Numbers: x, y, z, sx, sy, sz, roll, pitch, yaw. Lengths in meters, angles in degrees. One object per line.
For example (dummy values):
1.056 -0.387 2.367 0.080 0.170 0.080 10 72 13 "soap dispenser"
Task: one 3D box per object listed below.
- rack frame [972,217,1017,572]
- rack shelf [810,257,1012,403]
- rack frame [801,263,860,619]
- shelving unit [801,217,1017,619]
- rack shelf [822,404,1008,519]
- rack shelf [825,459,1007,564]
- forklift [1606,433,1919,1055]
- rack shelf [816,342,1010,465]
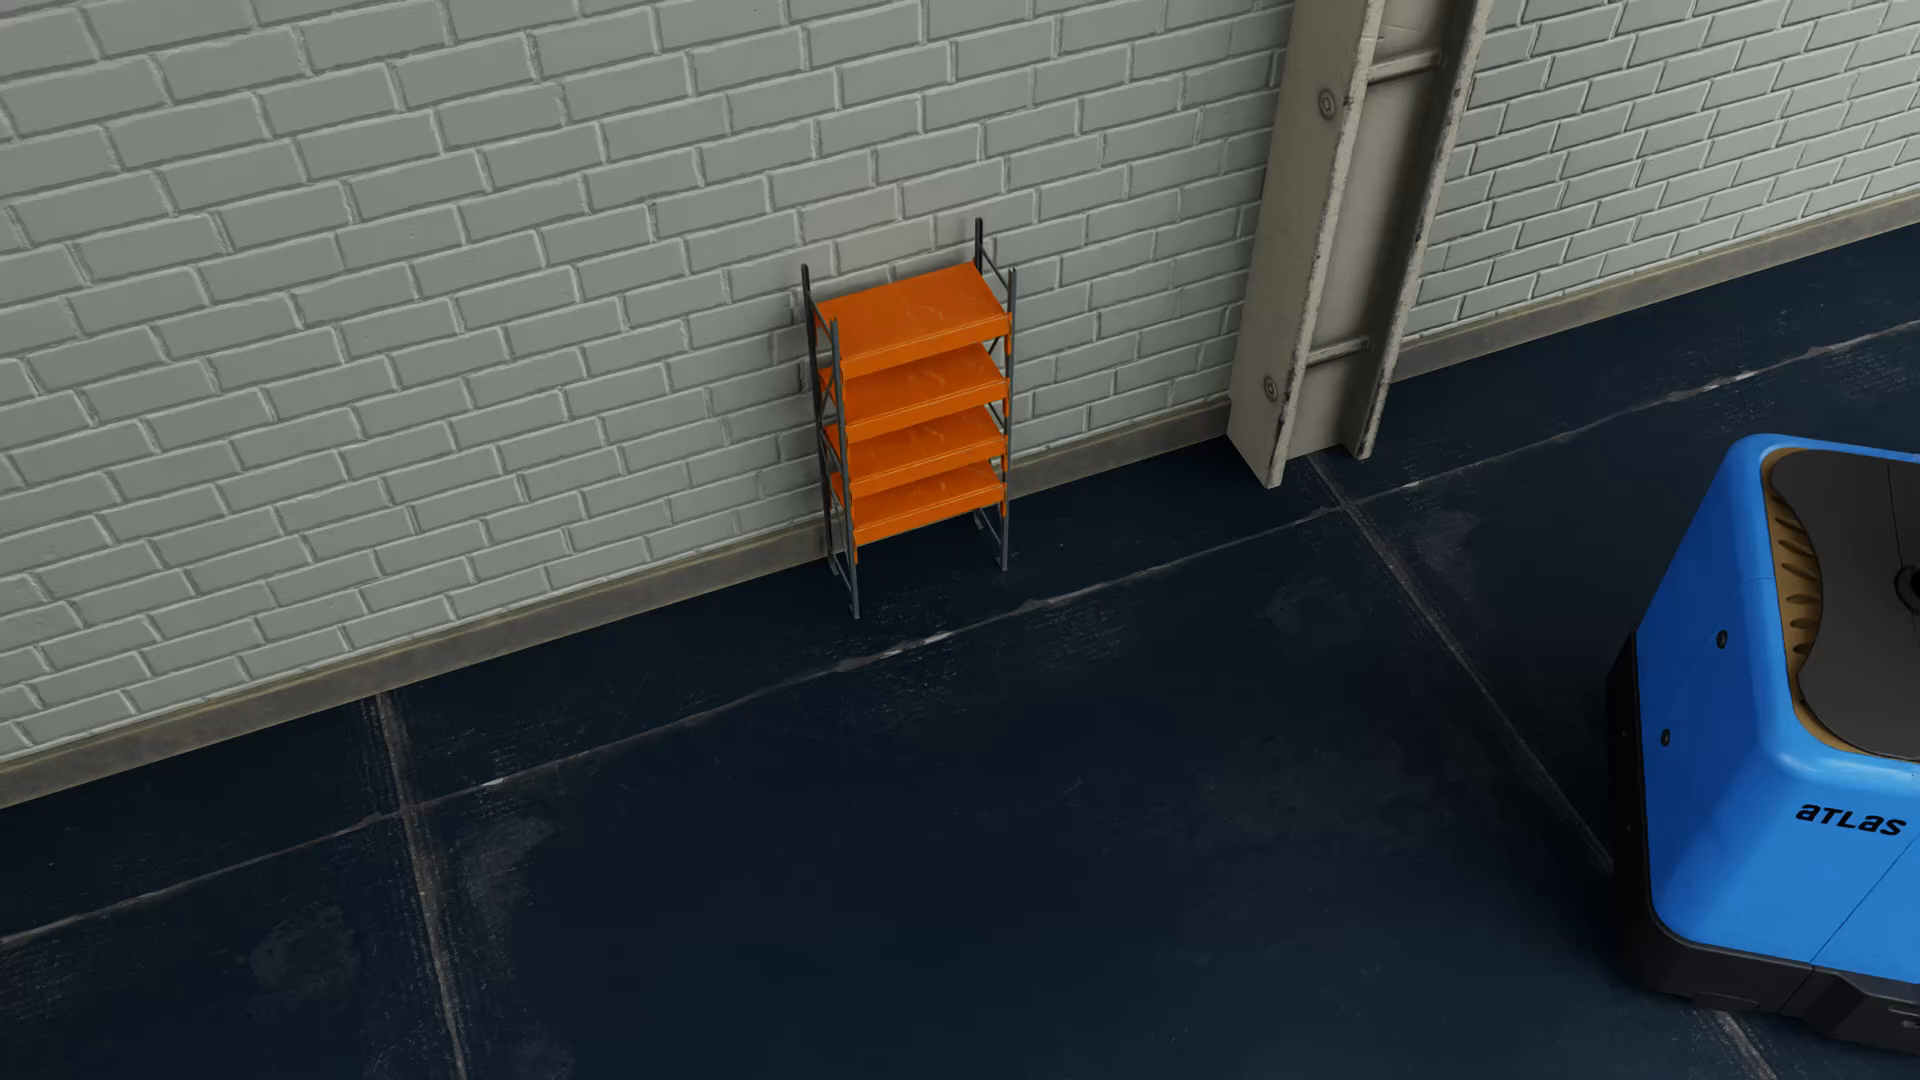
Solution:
0.093 -0.379 4.784 0.015 1.200 0.240 -18 52 -15 "rack frame"
-0.132 -0.563 4.425 0.480 0.148 0.258 -18 52 -15 "rack shelf"
-0.357 -0.236 4.661 0.015 1.200 0.240 -18 52 -15 "rack frame"
-0.132 -0.307 4.723 0.503 1.200 0.258 -18 52 -15 "shelving unit"
-0.132 -0.263 4.774 0.480 0.148 0.258 -18 52 -15 "rack shelf"
-0.132 -0.134 4.925 0.480 0.148 0.258 -18 52 -15 "rack shelf"
3.254 0.065 3.262 3.031 2.935 1.130 9 50 8 "forklift"
-0.132 -0.409 4.604 0.480 0.148 0.258 -18 52 -15 "rack shelf"
